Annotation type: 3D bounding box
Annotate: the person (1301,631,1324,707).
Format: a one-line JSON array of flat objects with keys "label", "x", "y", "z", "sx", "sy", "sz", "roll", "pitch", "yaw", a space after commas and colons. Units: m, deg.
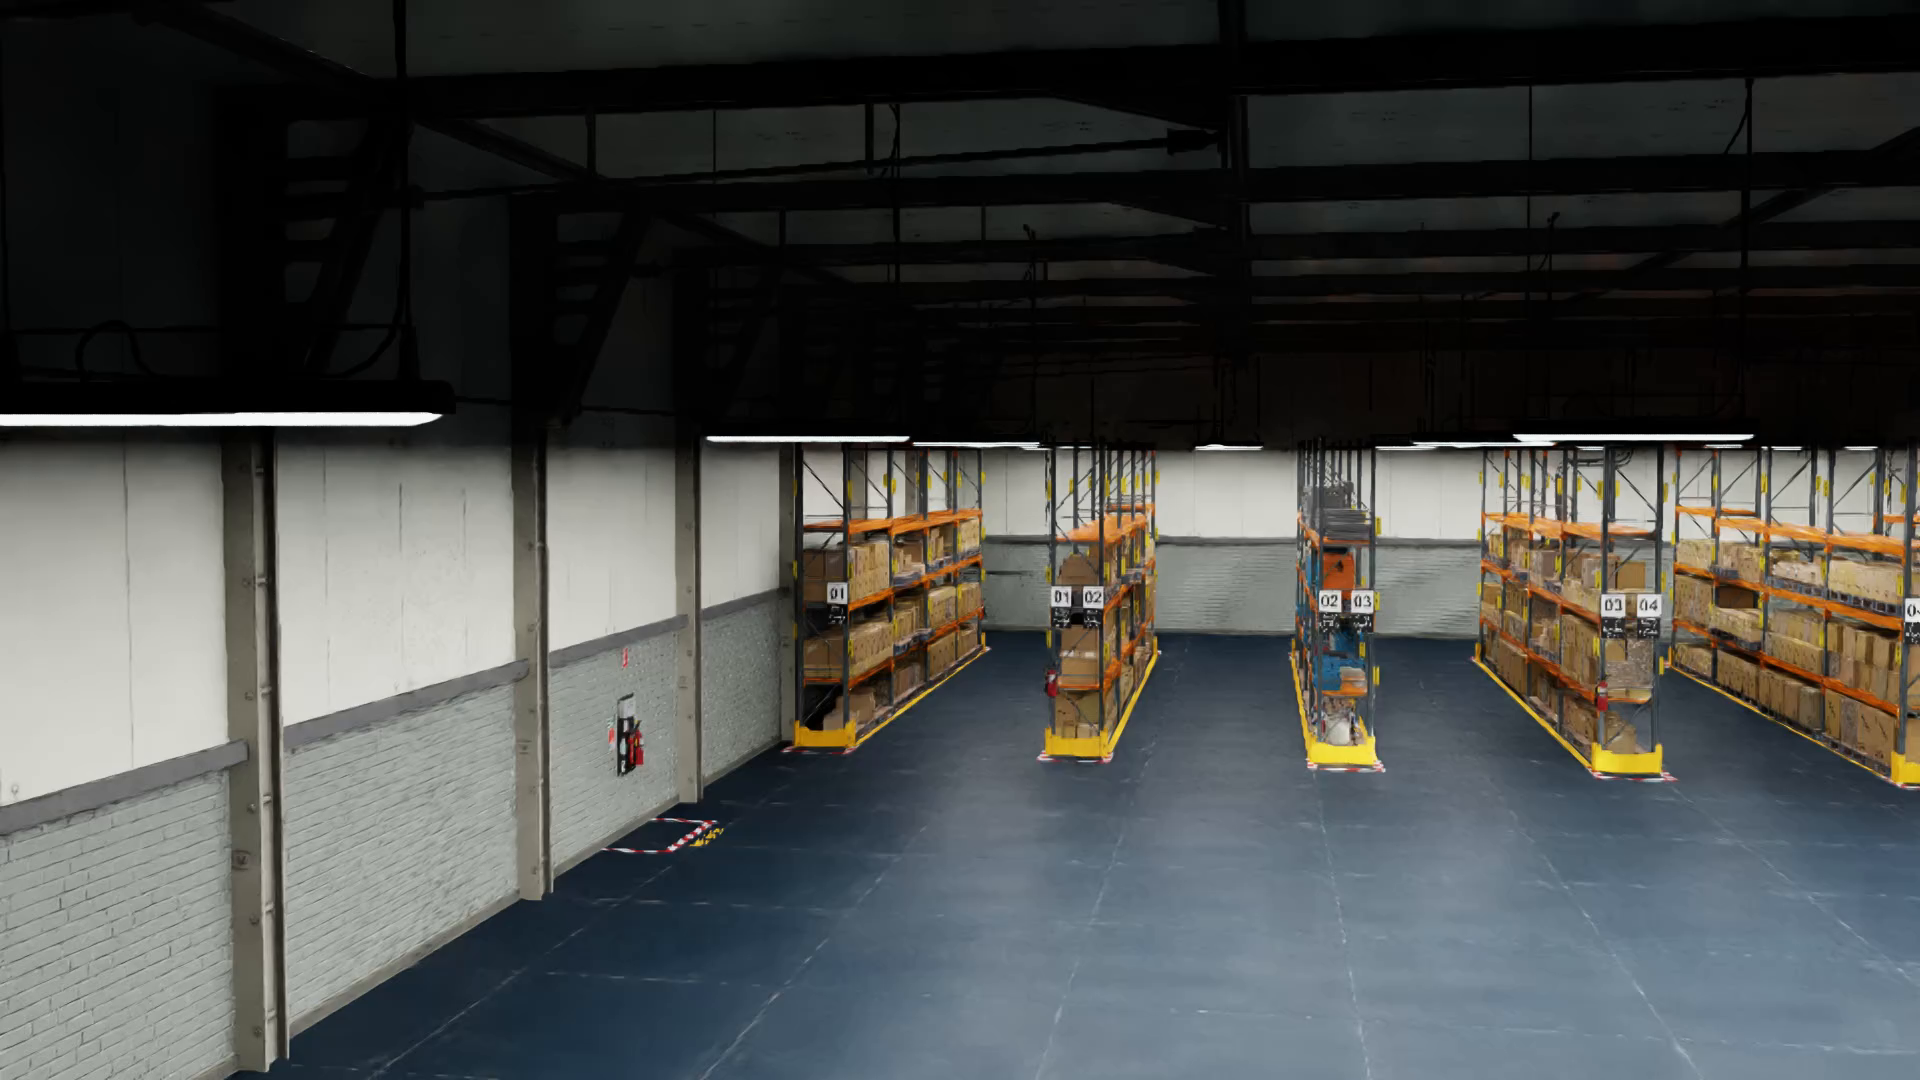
[{"label": "person", "x": 7.557, "y": 2.784, "z": 35.572, "sx": 0.521, "sy": 1.671, "sz": 0.565, "roll": 1, "pitch": 3, "yaw": 20}]
